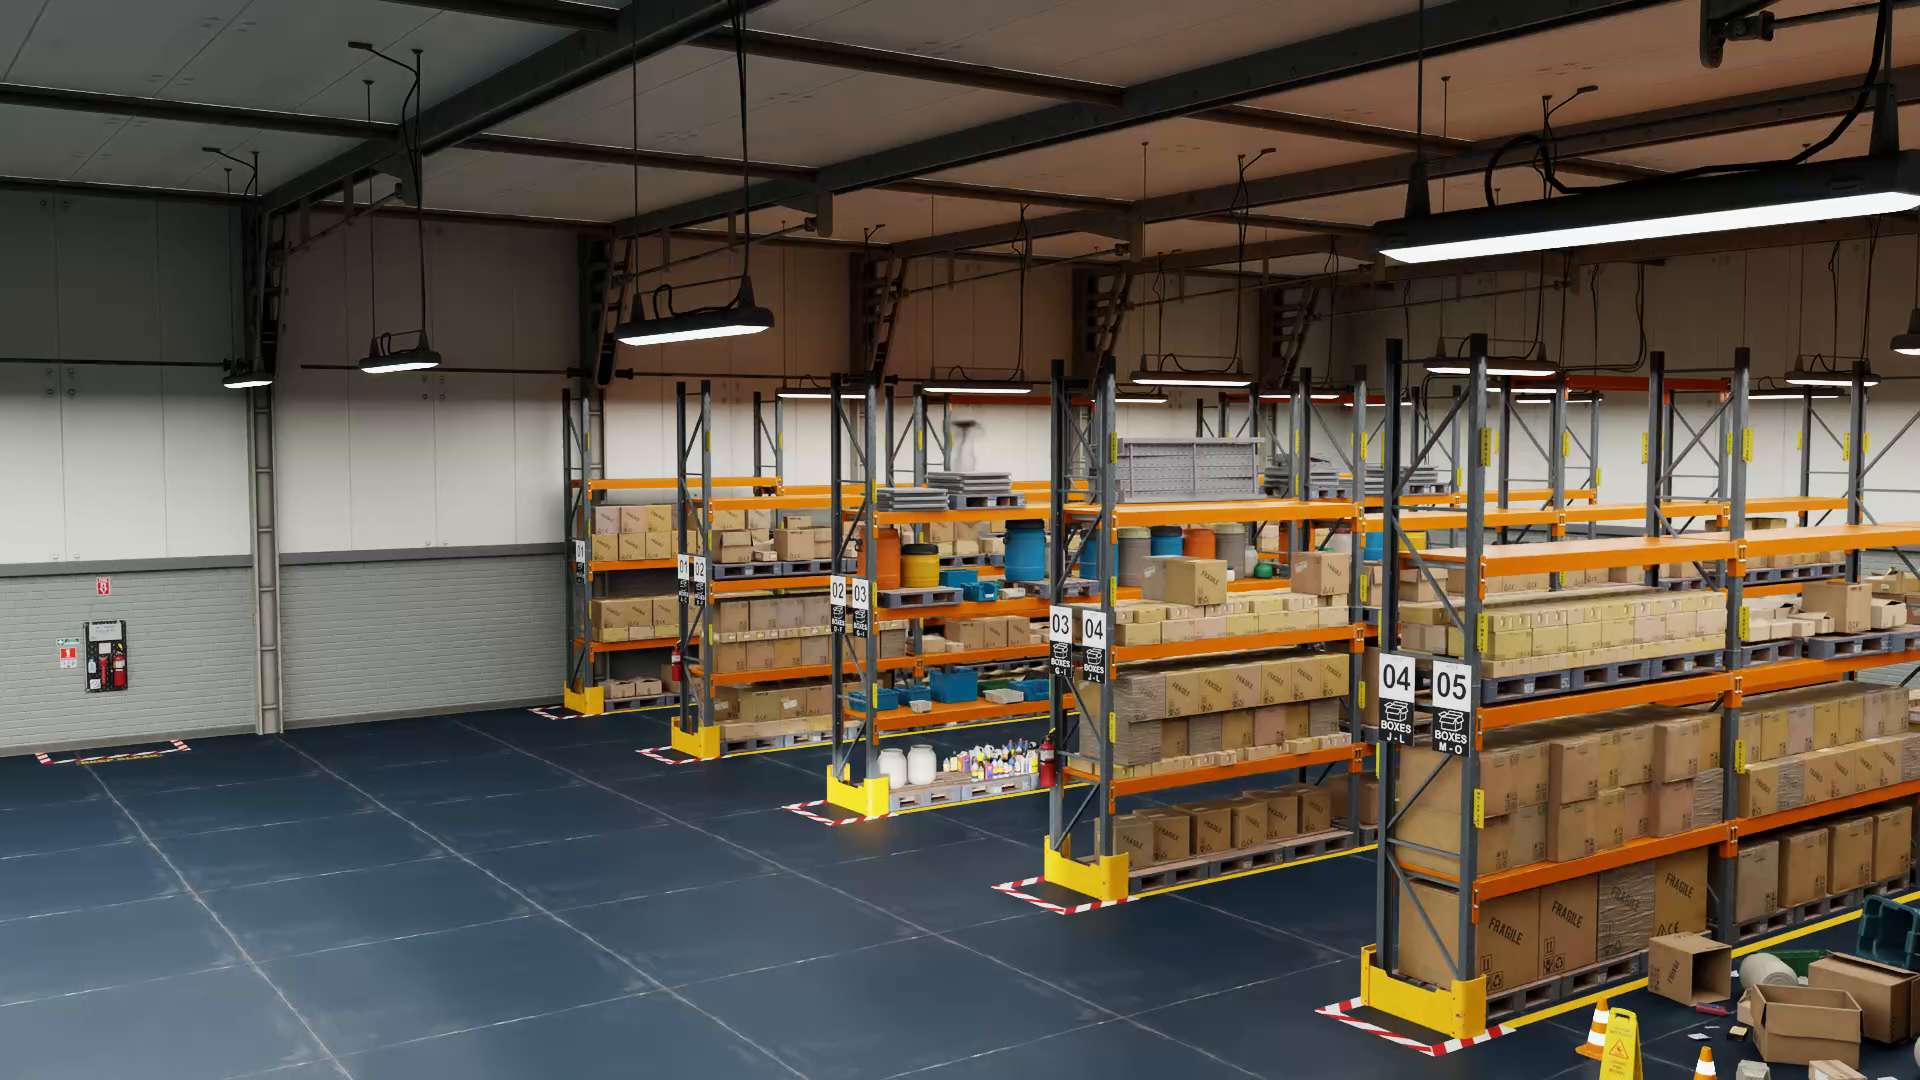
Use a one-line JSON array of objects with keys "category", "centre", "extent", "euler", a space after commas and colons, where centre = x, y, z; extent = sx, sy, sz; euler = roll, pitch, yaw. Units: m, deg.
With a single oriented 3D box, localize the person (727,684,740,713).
[{"category": "person", "centre": [-4.054, 2.410, 29.744], "extent": [0.594, 1.752, 0.707], "euler": [3, 5, 39]}]
